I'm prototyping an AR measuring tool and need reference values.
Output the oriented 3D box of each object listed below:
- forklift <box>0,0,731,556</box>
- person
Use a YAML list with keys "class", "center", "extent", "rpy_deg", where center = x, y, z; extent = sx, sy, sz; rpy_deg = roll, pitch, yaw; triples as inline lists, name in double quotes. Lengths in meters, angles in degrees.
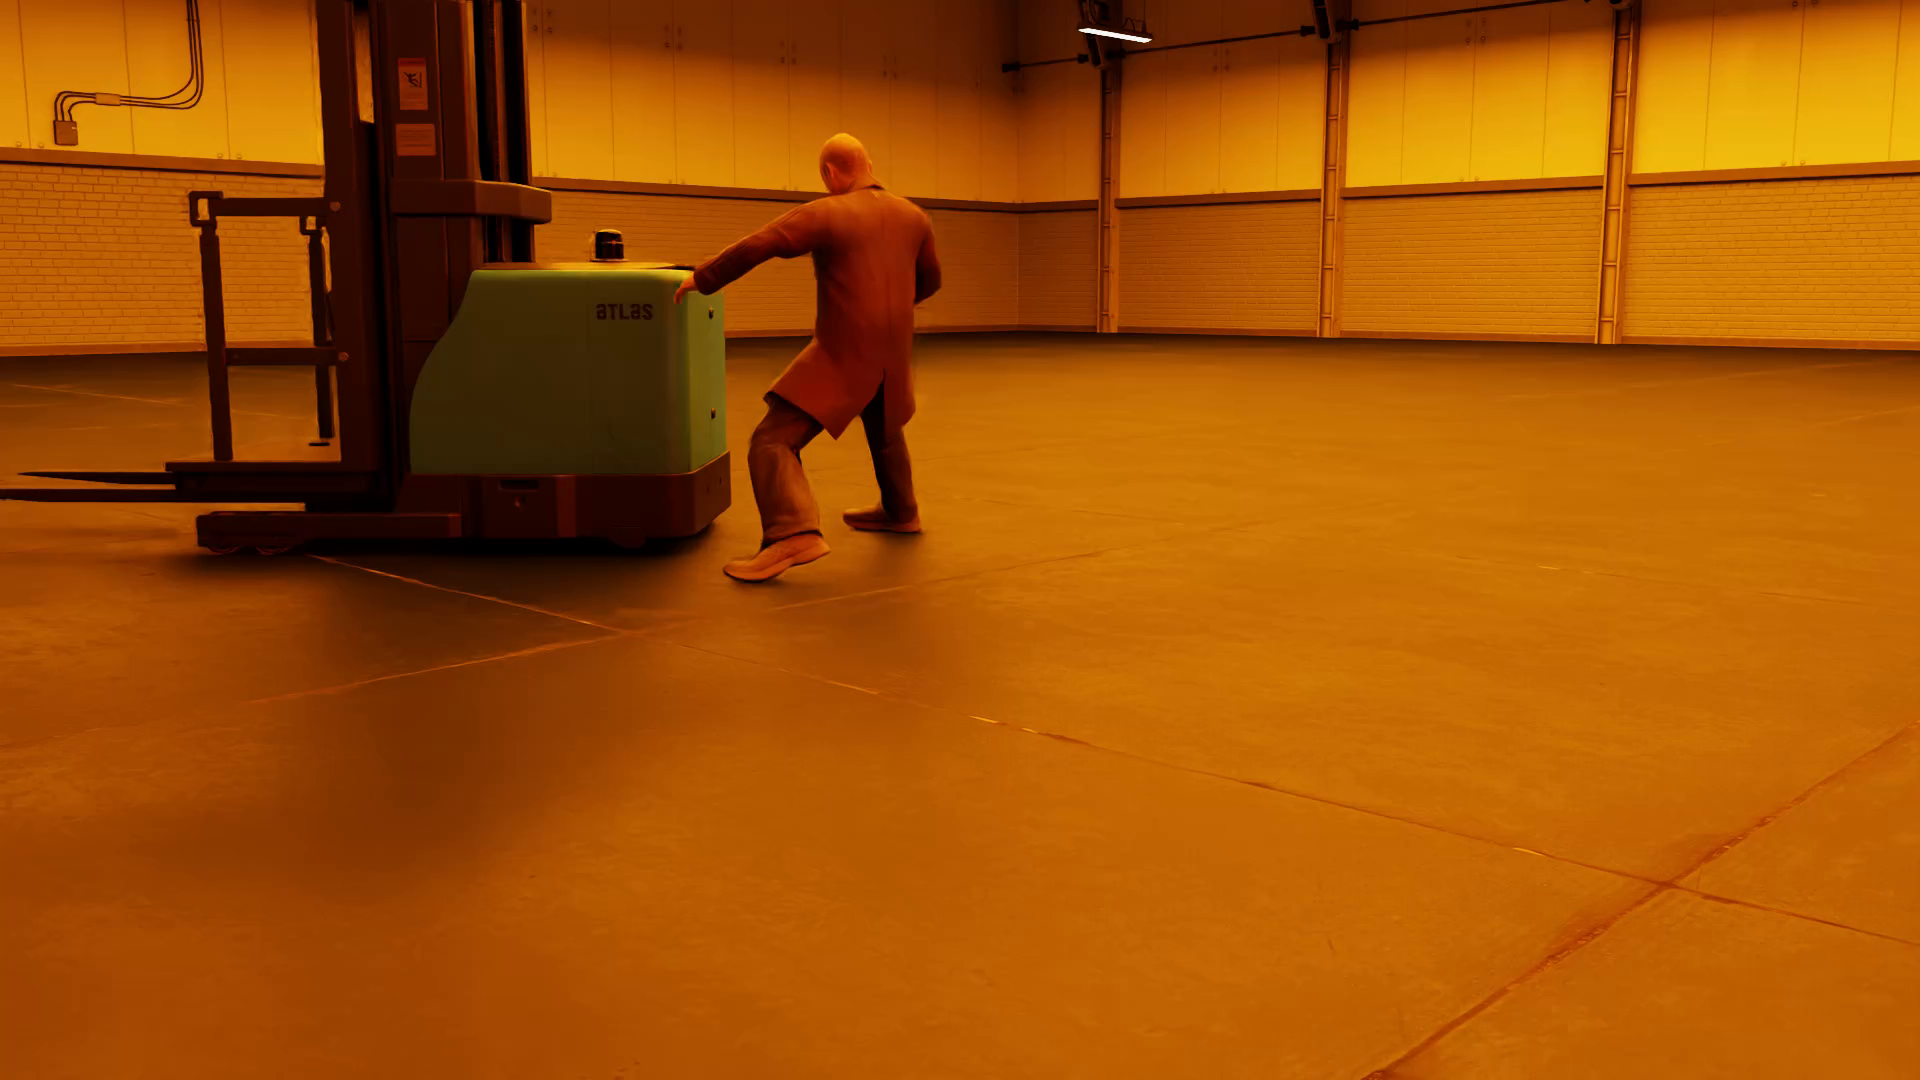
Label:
- class: "forklift"
  center: [-2.518, -1.469, 6.628]
  extent: [3.031, 2.935, 1.130]
  rpy_deg: [0, 9, 1]
- class: "person"
  center: [-0.526, -0.720, 6.244]
  extent: [1.302, 1.572, 0.997]
  rpy_deg: [-8, 11, -41]
